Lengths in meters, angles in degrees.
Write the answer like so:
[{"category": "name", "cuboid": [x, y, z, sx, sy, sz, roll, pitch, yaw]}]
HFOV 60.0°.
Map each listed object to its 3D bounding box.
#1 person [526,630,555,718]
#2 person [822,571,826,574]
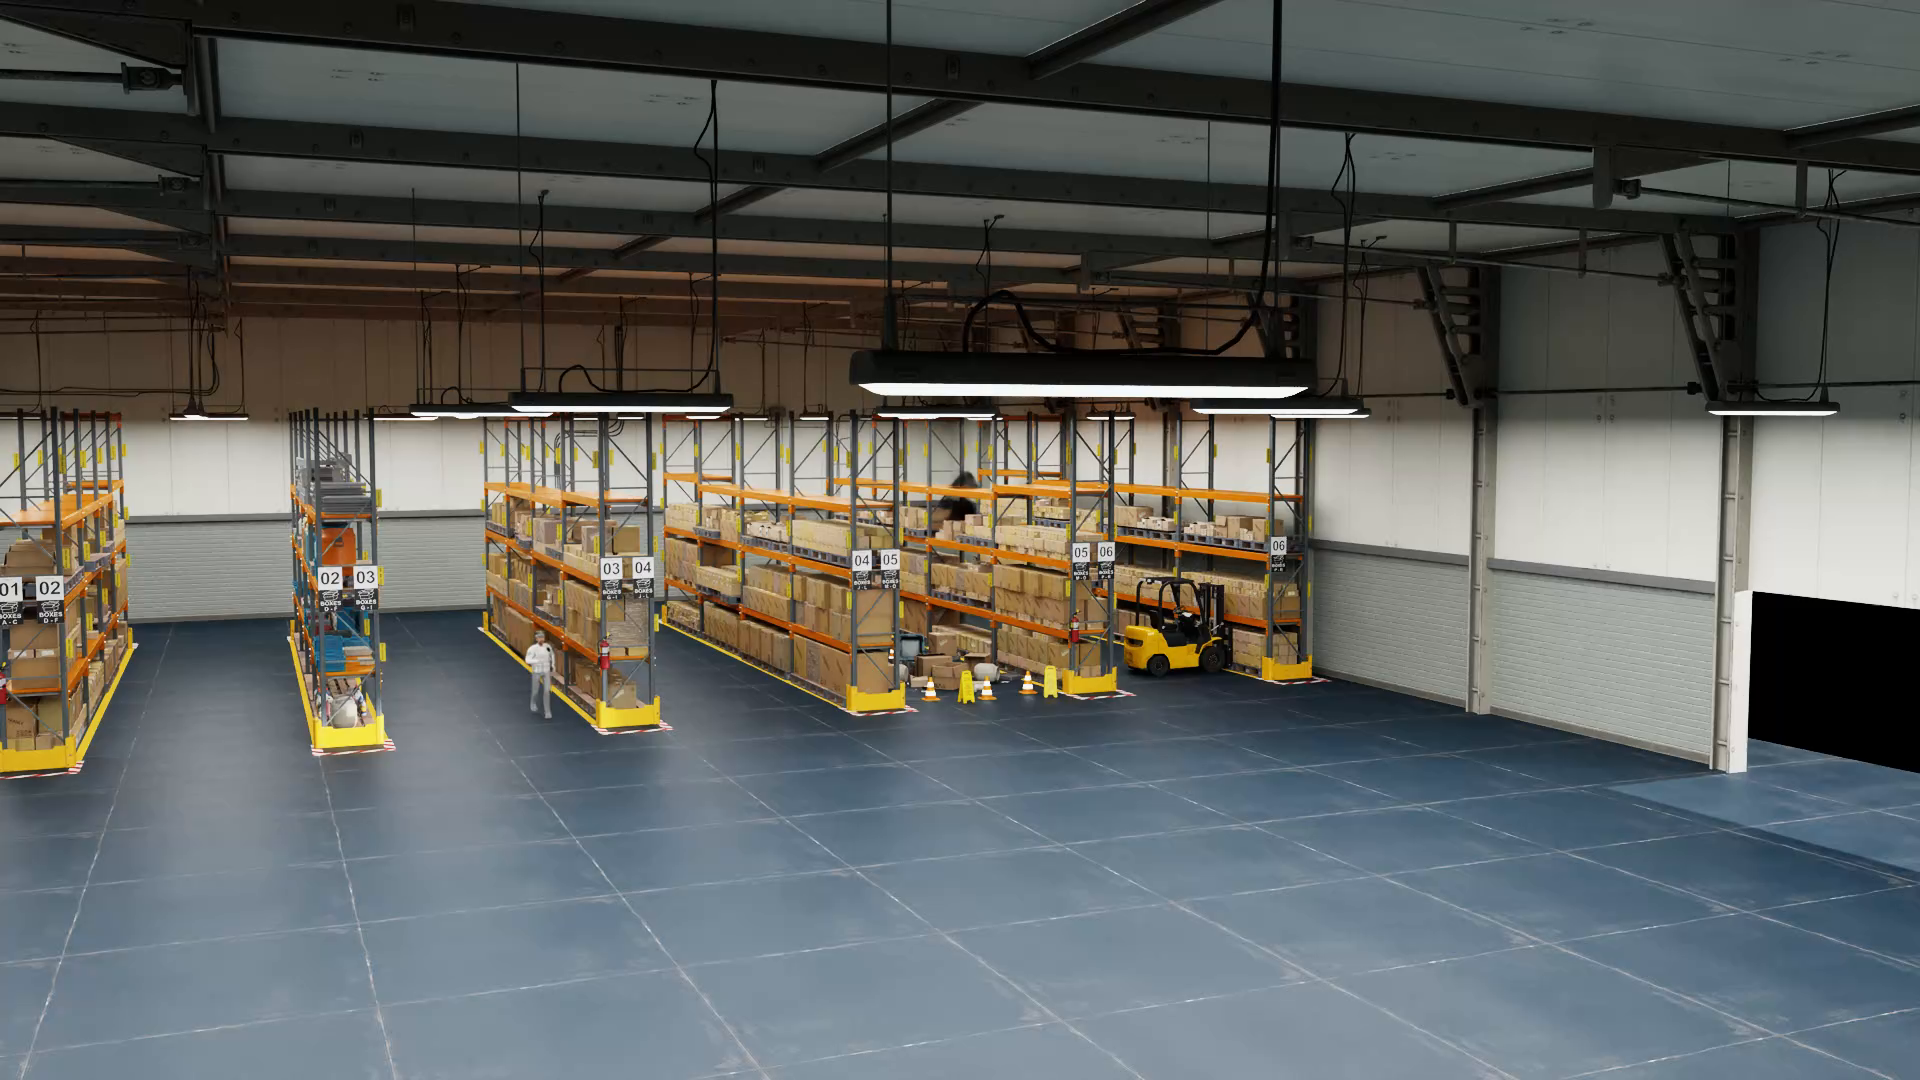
[{"category": "person", "cuboid": [-8.167, 2.588, 32.430, 0.612, 1.672, 0.939, -2, 4, -26]}, {"category": "person", "cuboid": [-4.138, 1.335, 51.253, 0.559, 1.604, 0.594, 0, 4, -5]}]
